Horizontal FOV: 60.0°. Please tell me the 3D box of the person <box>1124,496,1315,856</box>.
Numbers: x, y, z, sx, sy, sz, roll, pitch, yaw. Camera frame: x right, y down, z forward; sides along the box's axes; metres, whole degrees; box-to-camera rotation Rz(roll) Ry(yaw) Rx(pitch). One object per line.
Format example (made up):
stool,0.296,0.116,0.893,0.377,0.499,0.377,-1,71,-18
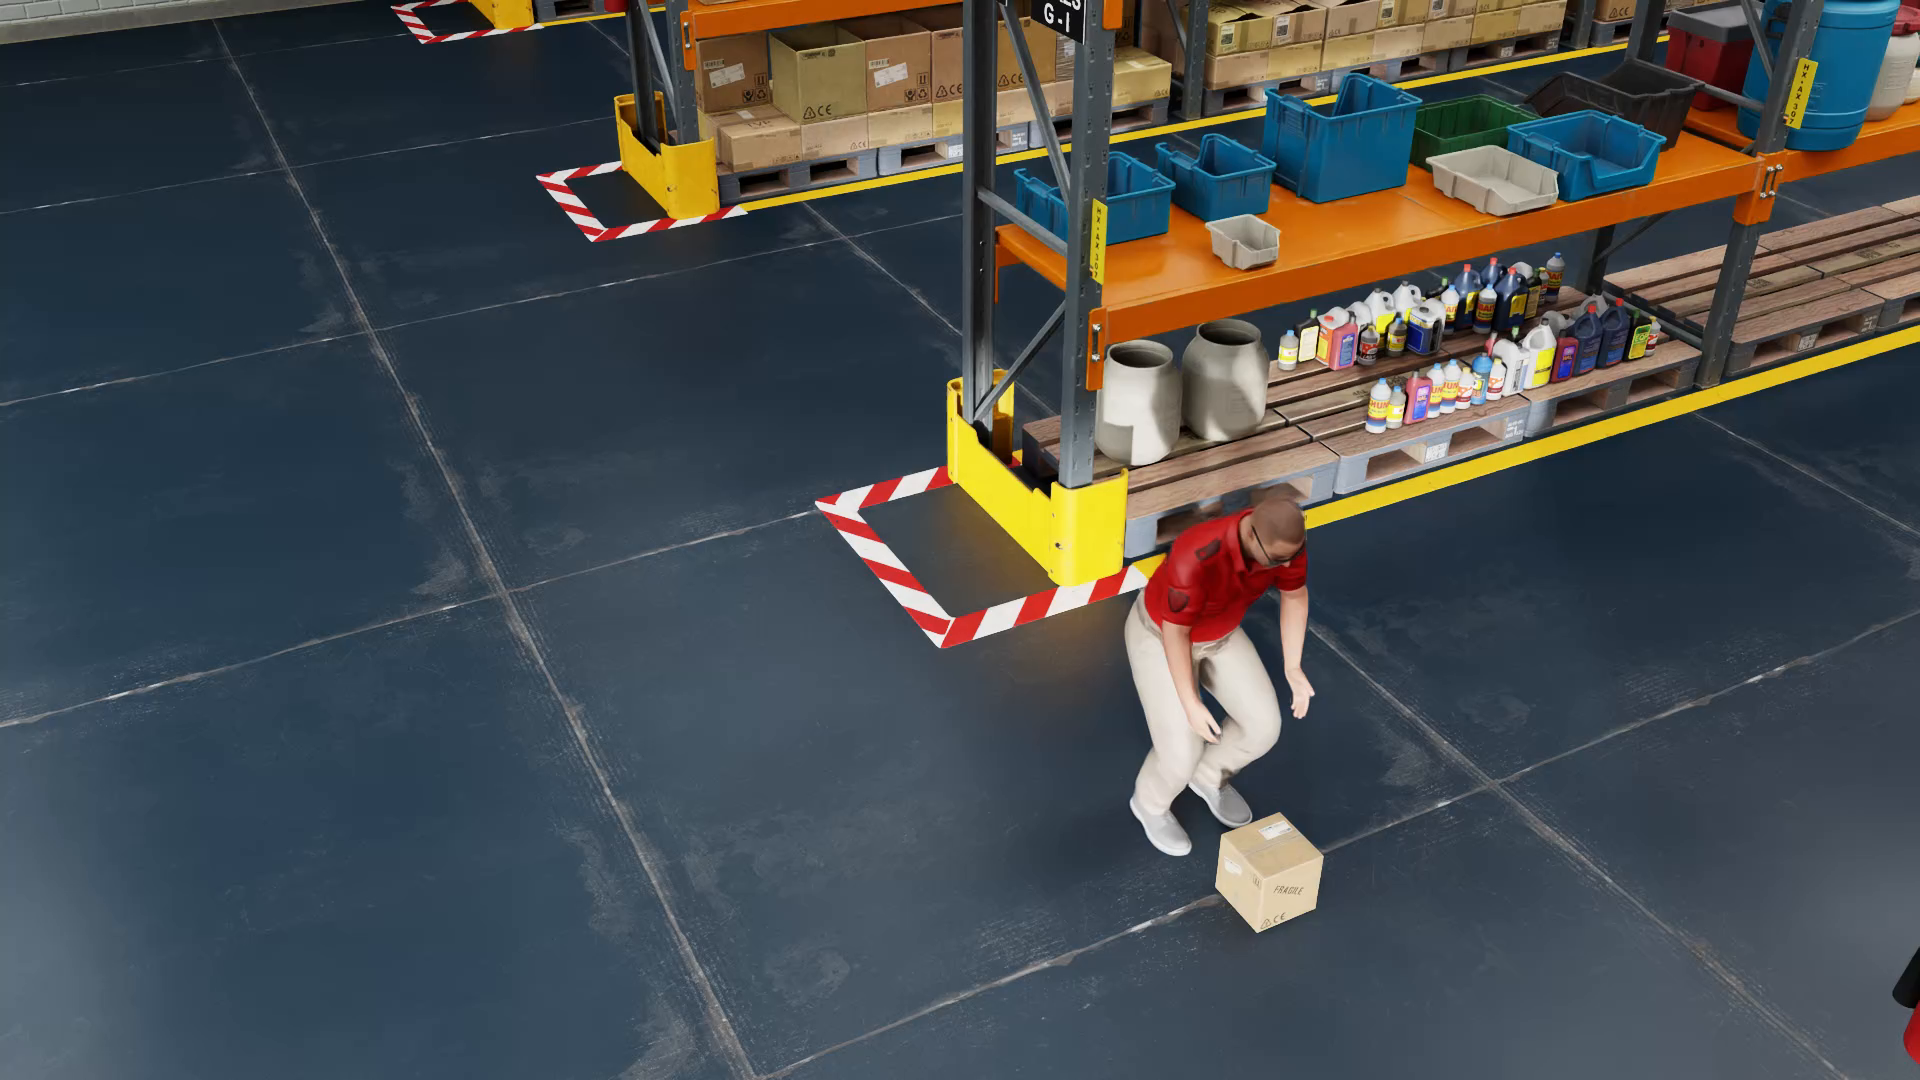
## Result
person,0.893,0.398,5.764,0.587,1.494,0.644,-16,36,-23
